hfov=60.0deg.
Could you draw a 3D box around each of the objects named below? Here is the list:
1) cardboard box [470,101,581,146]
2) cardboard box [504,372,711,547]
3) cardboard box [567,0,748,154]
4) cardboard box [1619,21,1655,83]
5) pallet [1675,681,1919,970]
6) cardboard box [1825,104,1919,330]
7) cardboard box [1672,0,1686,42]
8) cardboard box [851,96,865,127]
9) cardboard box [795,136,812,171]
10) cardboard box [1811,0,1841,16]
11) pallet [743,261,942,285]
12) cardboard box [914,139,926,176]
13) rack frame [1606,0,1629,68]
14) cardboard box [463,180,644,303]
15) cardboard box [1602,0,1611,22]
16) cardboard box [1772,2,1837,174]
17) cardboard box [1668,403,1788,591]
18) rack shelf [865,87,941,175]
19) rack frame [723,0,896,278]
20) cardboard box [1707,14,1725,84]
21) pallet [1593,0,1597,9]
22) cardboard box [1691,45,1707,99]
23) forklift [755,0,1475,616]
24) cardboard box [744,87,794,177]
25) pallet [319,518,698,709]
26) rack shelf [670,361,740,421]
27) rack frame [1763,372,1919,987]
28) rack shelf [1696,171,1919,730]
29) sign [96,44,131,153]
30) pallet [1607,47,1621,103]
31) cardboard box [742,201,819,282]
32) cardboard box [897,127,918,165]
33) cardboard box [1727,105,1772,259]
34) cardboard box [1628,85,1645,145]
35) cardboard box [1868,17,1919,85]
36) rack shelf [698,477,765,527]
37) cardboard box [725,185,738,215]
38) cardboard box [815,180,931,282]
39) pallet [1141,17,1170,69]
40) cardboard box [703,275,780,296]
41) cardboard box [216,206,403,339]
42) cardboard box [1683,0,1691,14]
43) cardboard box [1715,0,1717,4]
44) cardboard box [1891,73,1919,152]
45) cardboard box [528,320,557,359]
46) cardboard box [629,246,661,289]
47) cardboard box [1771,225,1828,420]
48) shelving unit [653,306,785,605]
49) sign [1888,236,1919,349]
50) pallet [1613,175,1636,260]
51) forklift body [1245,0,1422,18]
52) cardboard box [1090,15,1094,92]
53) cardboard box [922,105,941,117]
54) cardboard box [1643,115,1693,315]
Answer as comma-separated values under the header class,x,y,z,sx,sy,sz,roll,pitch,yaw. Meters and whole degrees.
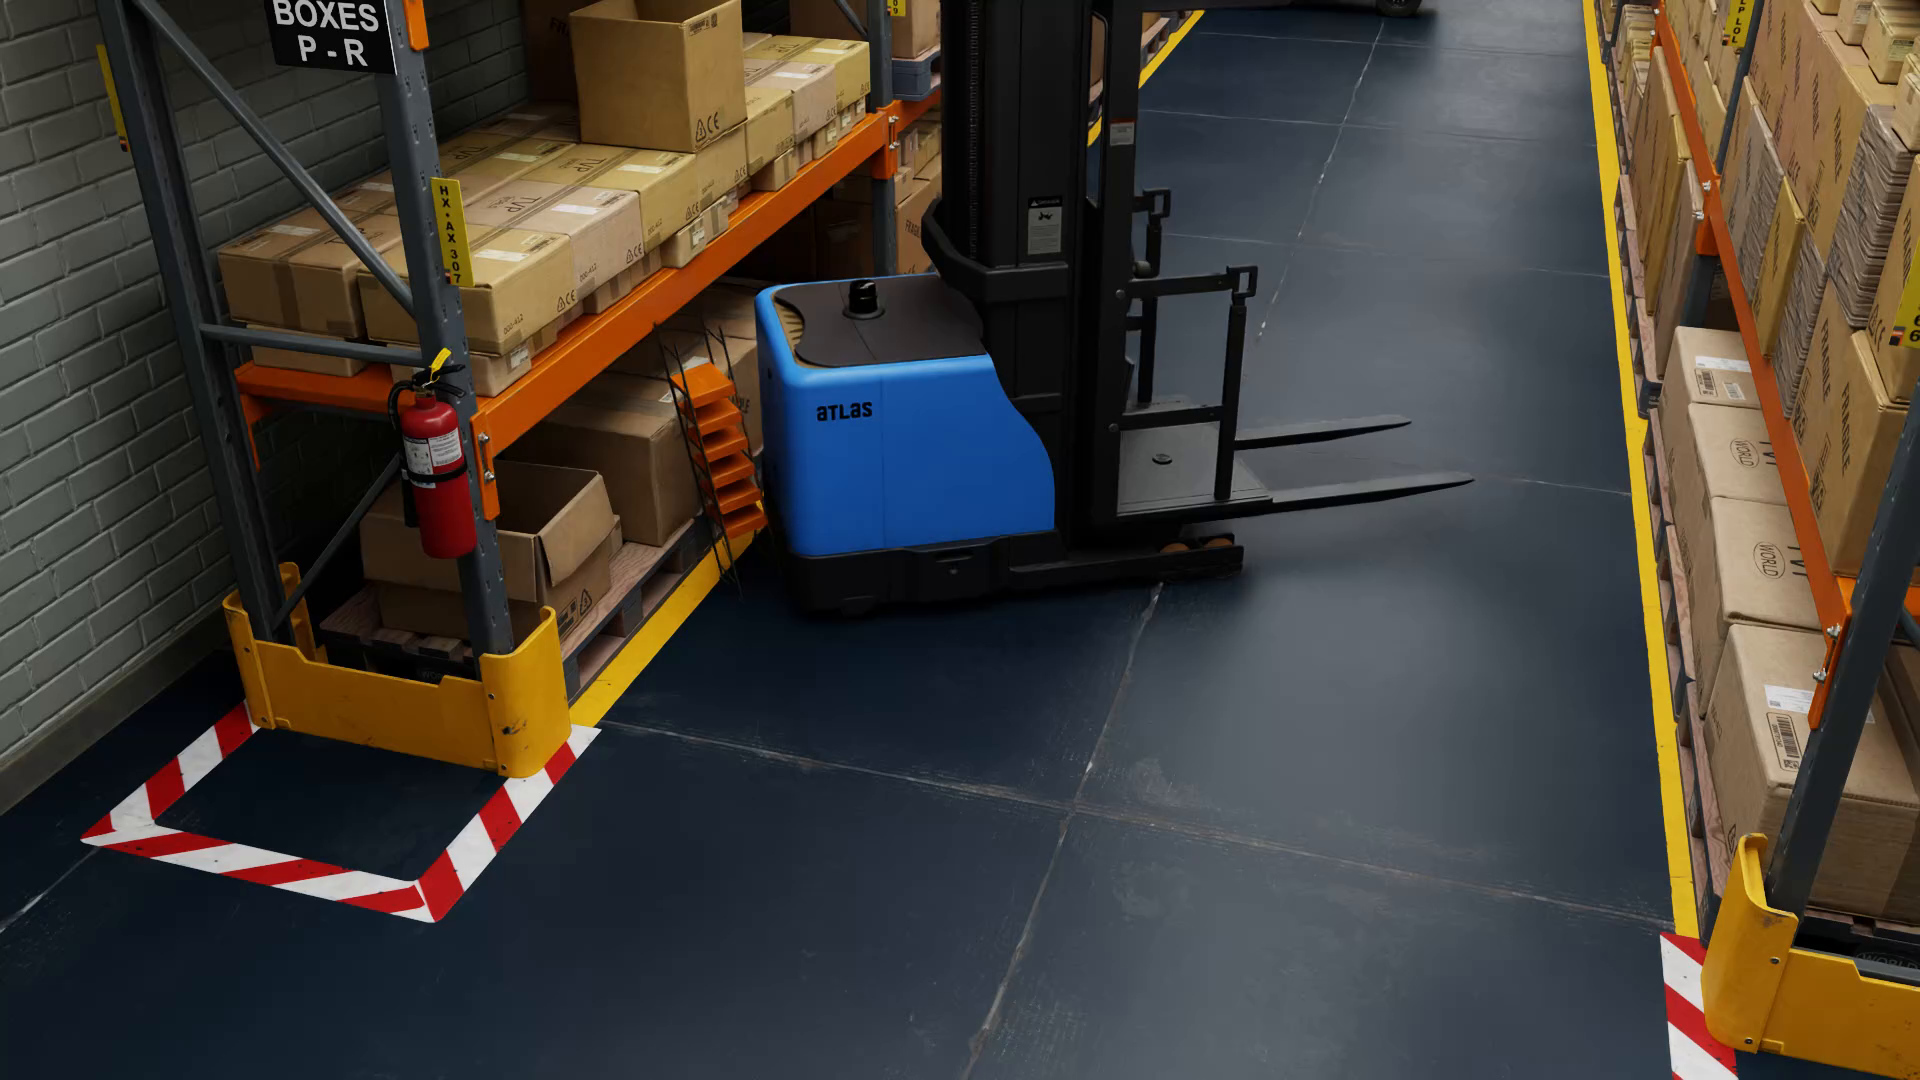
class,x,y,z,sx,sy,sz,roll,pitch,yaw
cardboard box,-1.679,-1.631,6.945,0.500,0.250,0.500,8,30,15
cardboard box,-1.458,-0.357,6.945,0.700,0.500,0.500,10,31,17
cardboard box,-1.186,-1.865,6.594,0.500,0.500,0.500,9,30,16
cardboard box,5.893,-3.930,13.500,0.950,0.372,0.625,10,31,18
pallet,2.890,0.939,5.345,1.003,0.211,1.213,8,30,15
cardboard box,2.769,-0.883,4.620,0.500,0.500,0.500,9,30,15
cardboard box,4.560,-3.116,9.921,0.500,0.250,0.500,8,30,13
cardboard box,-0.695,-2.168,8.321,0.380,0.149,0.250,9,30,16
cardboard box,-0.906,-1.802,7.662,0.380,0.149,0.250,9,30,16
cardboard box,3.231,-1.938,5.849,0.380,0.149,0.250,8,30,13
pallet,-0.640,-1.627,9.958,1.003,0.211,1.213,8,30,15
cardboard box,-0.411,-2.226,9.639,0.380,0.149,0.250,7,30,12
rack frame,6.252,-5.474,14.004,1.000,3.000,0.127,8,30,15
cardboard box,-1.478,-1.075,5.944,0.500,0.250,0.500,9,30,15
cardboard box,6.315,-5.017,15.580,0.500,0.250,0.500,8,30,14
cardboard box,3.217,-1.579,5.872,0.500,0.500,0.500,9,30,16
cardboard box,3.355,-0.127,6.596,0.875,0.438,0.875,8,30,13
rack shelf,-0.255,-3.077,10.436,1.077,0.370,4.000,8,30,15
rack frame,-0.842,-2.462,8.591,1.000,3.000,0.127,8,30,15
cardboard box,3.940,-2.382,8.086,0.500,0.250,0.500,9,30,16
pallet,7.132,-5.706,17.290,1.003,0.211,1.213,8,30,15
cardboard box,4.111,-2.403,8.638,0.500,0.250,0.500,8,30,14
forklift,0.704,-1.342,6.648,3.031,2.935,1.130,-6,30,-11
cardboard box,-1.051,-1.790,7.231,0.500,0.250,0.500,8,30,15
pallet,-1.761,0.209,6.657,1.003,0.211,1.213,8,30,15
rack shelf,-0.986,-0.577,6.395,0.180,0.103,0.258,-23,36,-20
rack frame,2.730,0.103,3.979,1.000,3.000,0.127,8,30,15
rack shelf,3.317,-0.512,5.825,1.077,0.370,4.000,8,30,15
sign,-2.541,-1.336,5.050,0.100,0.325,0.005,8,30,15
pallet,6.025,-3.893,14.031,1.003,0.211,1.213,8,30,15
cardboard box,-0.981,-1.824,9.582,0.500,0.500,0.500,8,30,15
cardboard box,-0.452,-2.223,9.327,0.380,0.149,0.250,7,30,12
cardboard box,3.364,-1.385,6.552,0.500,0.500,0.500,9,30,15
cardboard box,5.253,-2.911,11.668,0.950,0.372,0.625,6,30,11
cardboard box,2.966,-1.457,4.985,0.380,0.149,0.250,9,30,16
rack shelf,-0.919,-0.181,6.658,0.180,0.103,0.258,-23,36,-20
cardboard box,-1.164,-1.454,7.036,0.380,0.149,0.250,8,30,15
cardboard box,-0.485,-1.746,9.443,0.500,0.500,0.500,10,31,17
pallet,1.327,-4.614,15.326,1.003,0.211,1.213,8,30,15
cardboard box,-1.262,-1.197,8.651,0.500,0.311,0.500,10,30,17
cardboard box,-2.135,-0.919,5.666,0.500,0.250,0.500,9,30,16
cardboard box,4.382,-3.097,9.372,0.500,0.250,0.500,8,30,15
cardboard box,4.107,-2.954,8.343,0.500,0.500,0.500,9,30,16
cardboard box,2.690,-1.110,4.361,0.380,0.149,0.250,8,30,14
cardboard box,-1.627,-0.732,5.739,0.380,0.149,0.250,9,30,16
cardboard box,-1.378,-1.092,6.386,0.380,0.149,0.250,9,30,16
cardboard box,2.922,-0.674,5.273,0.500,0.500,0.500,9,30,16
shelving unit,-0.942,-0.317,6.568,0.189,1.200,0.258,-23,36,-20
sign,2.215,-0.590,3.791,0.100,0.325,0.005,8,30,15
pallet,4.774,-2.040,10.701,1.003,0.211,1.213,8,30,15
forklift body,3.867,-6.526,16.770,2.313,2.155,1.214,8,30,15
cardboard box,0.528,-3.755,12.925,0.875,0.625,0.625,9,30,16
cardboard box,-0.159,-2.581,10.277,0.380,0.149,0.250,10,30,17
cardboard box,4.267,-1.731,9.030,0.875,0.875,0.875,9,30,16
